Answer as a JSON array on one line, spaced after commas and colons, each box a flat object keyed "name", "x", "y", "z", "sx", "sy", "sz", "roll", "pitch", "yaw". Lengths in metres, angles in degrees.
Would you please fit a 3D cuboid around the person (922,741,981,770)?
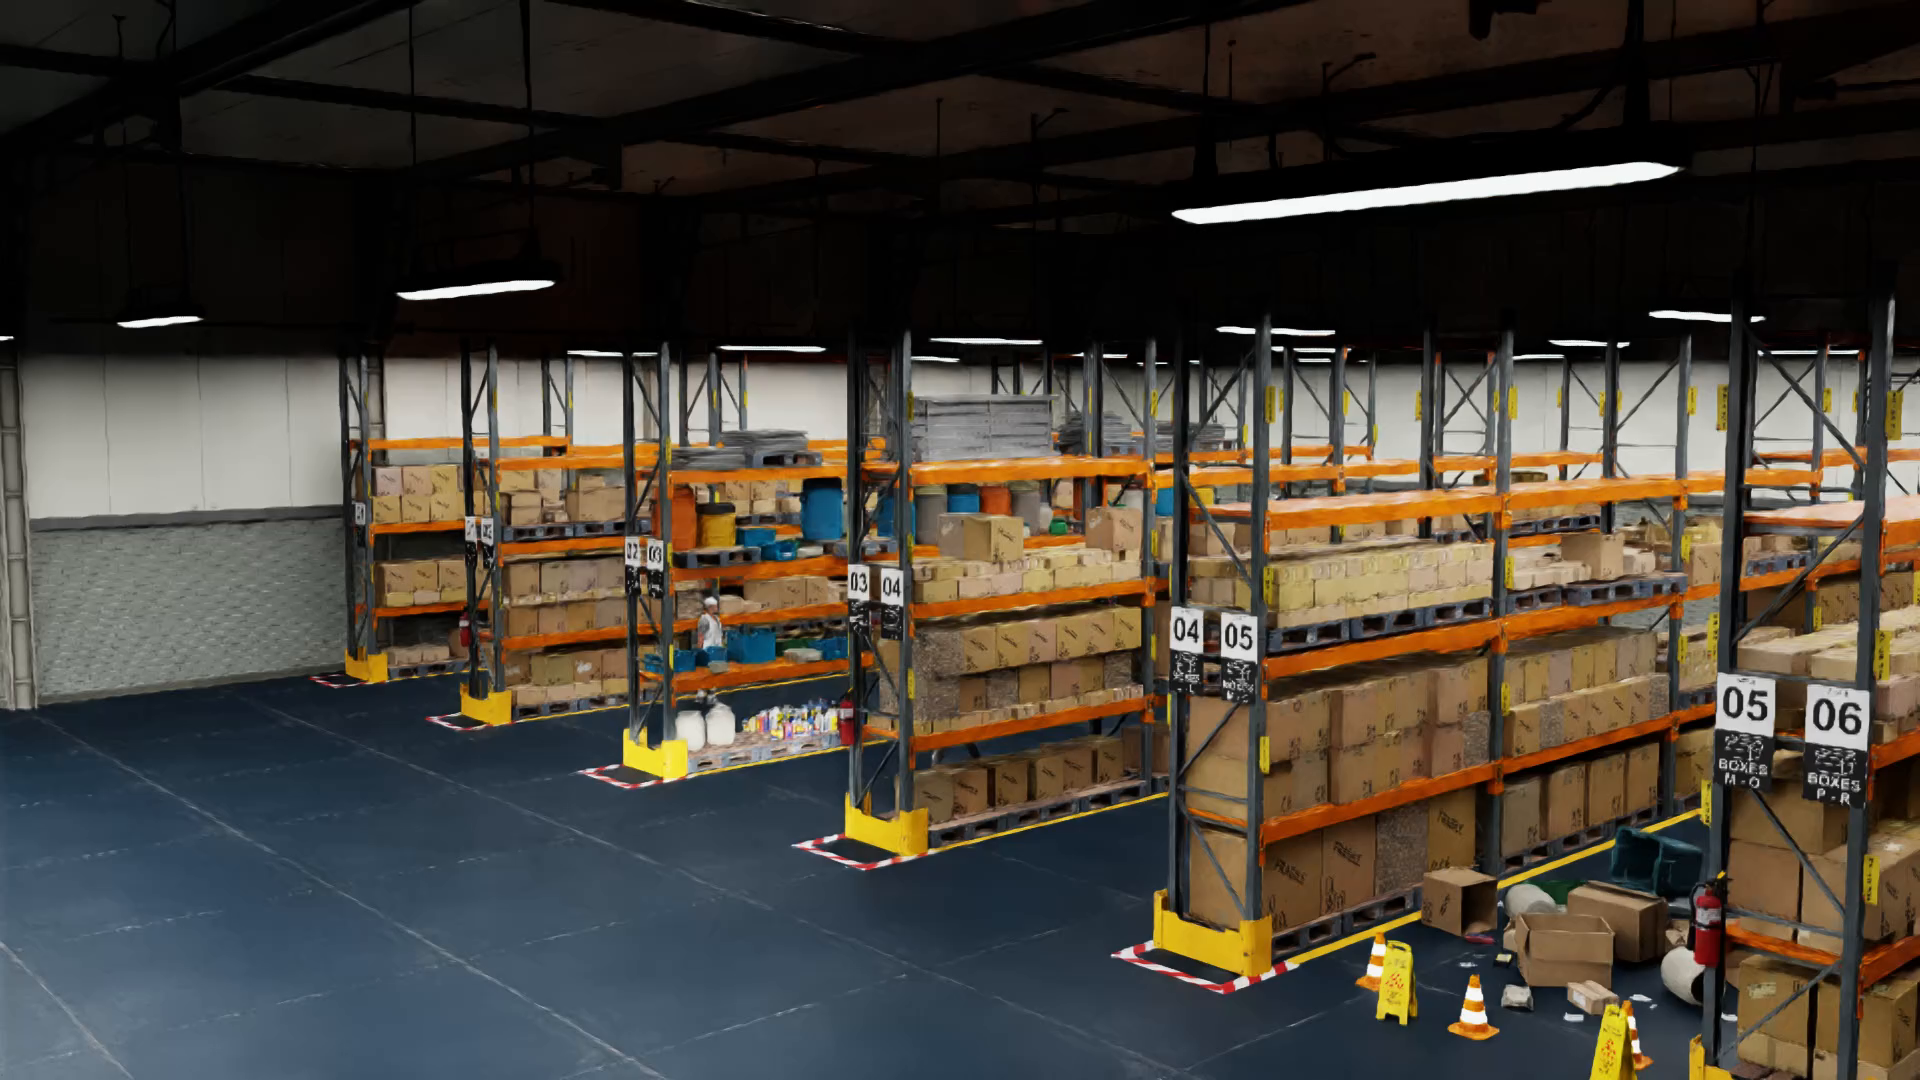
[{"name": "person", "x": -0.089, "y": 2.354, "z": 22.437, "sx": 0.999, "sy": 1.596, "sz": 0.461, "roll": -5, "pitch": 7, "yaw": -43}]

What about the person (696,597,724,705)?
[{"name": "person", "x": -4.101, "y": 1.831, "z": 27.267, "sx": 0.444, "sy": 1.786, "sz": 0.597, "roll": 2, "pitch": 6, "yaw": 22}]
